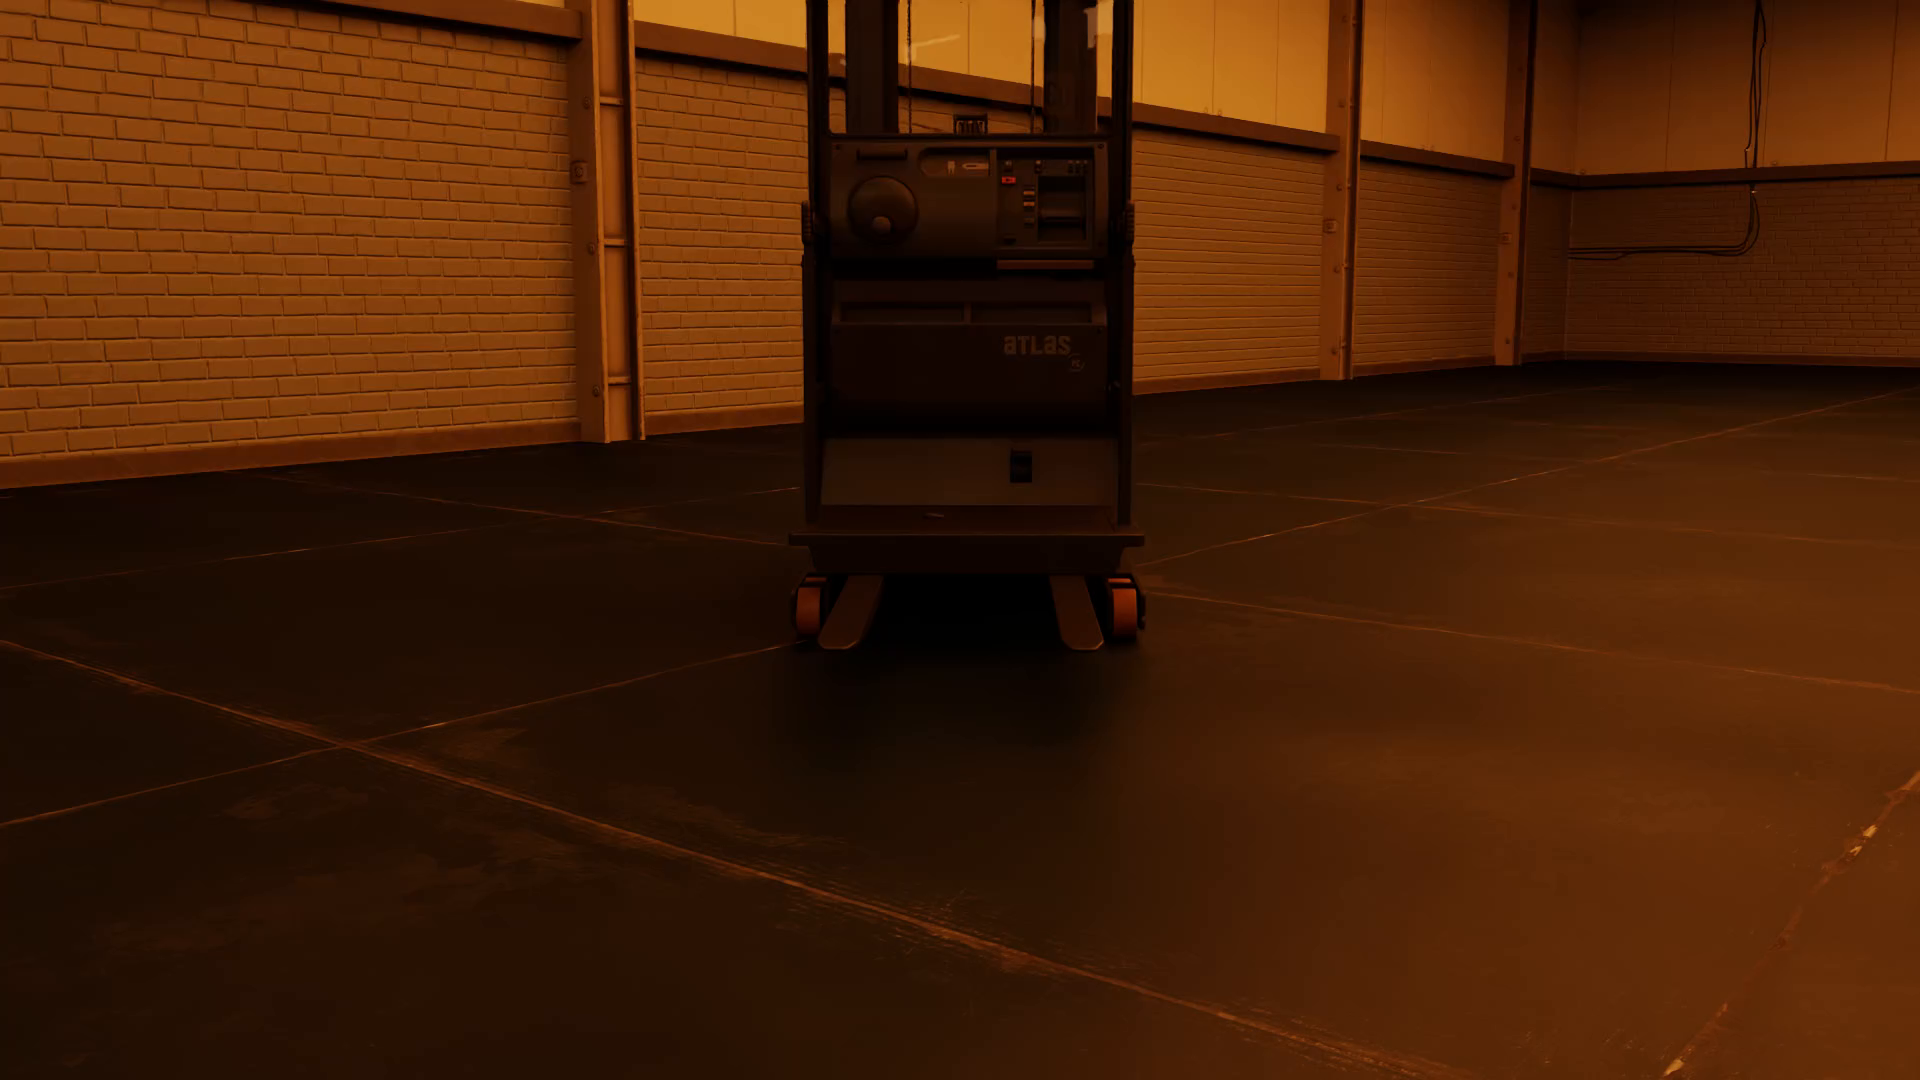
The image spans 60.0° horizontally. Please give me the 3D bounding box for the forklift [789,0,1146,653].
[{"bbox_3d":[0.028,-1.183,5.366,1.130,2.935,3.031,0,8,1],"label":"forklift"}]
